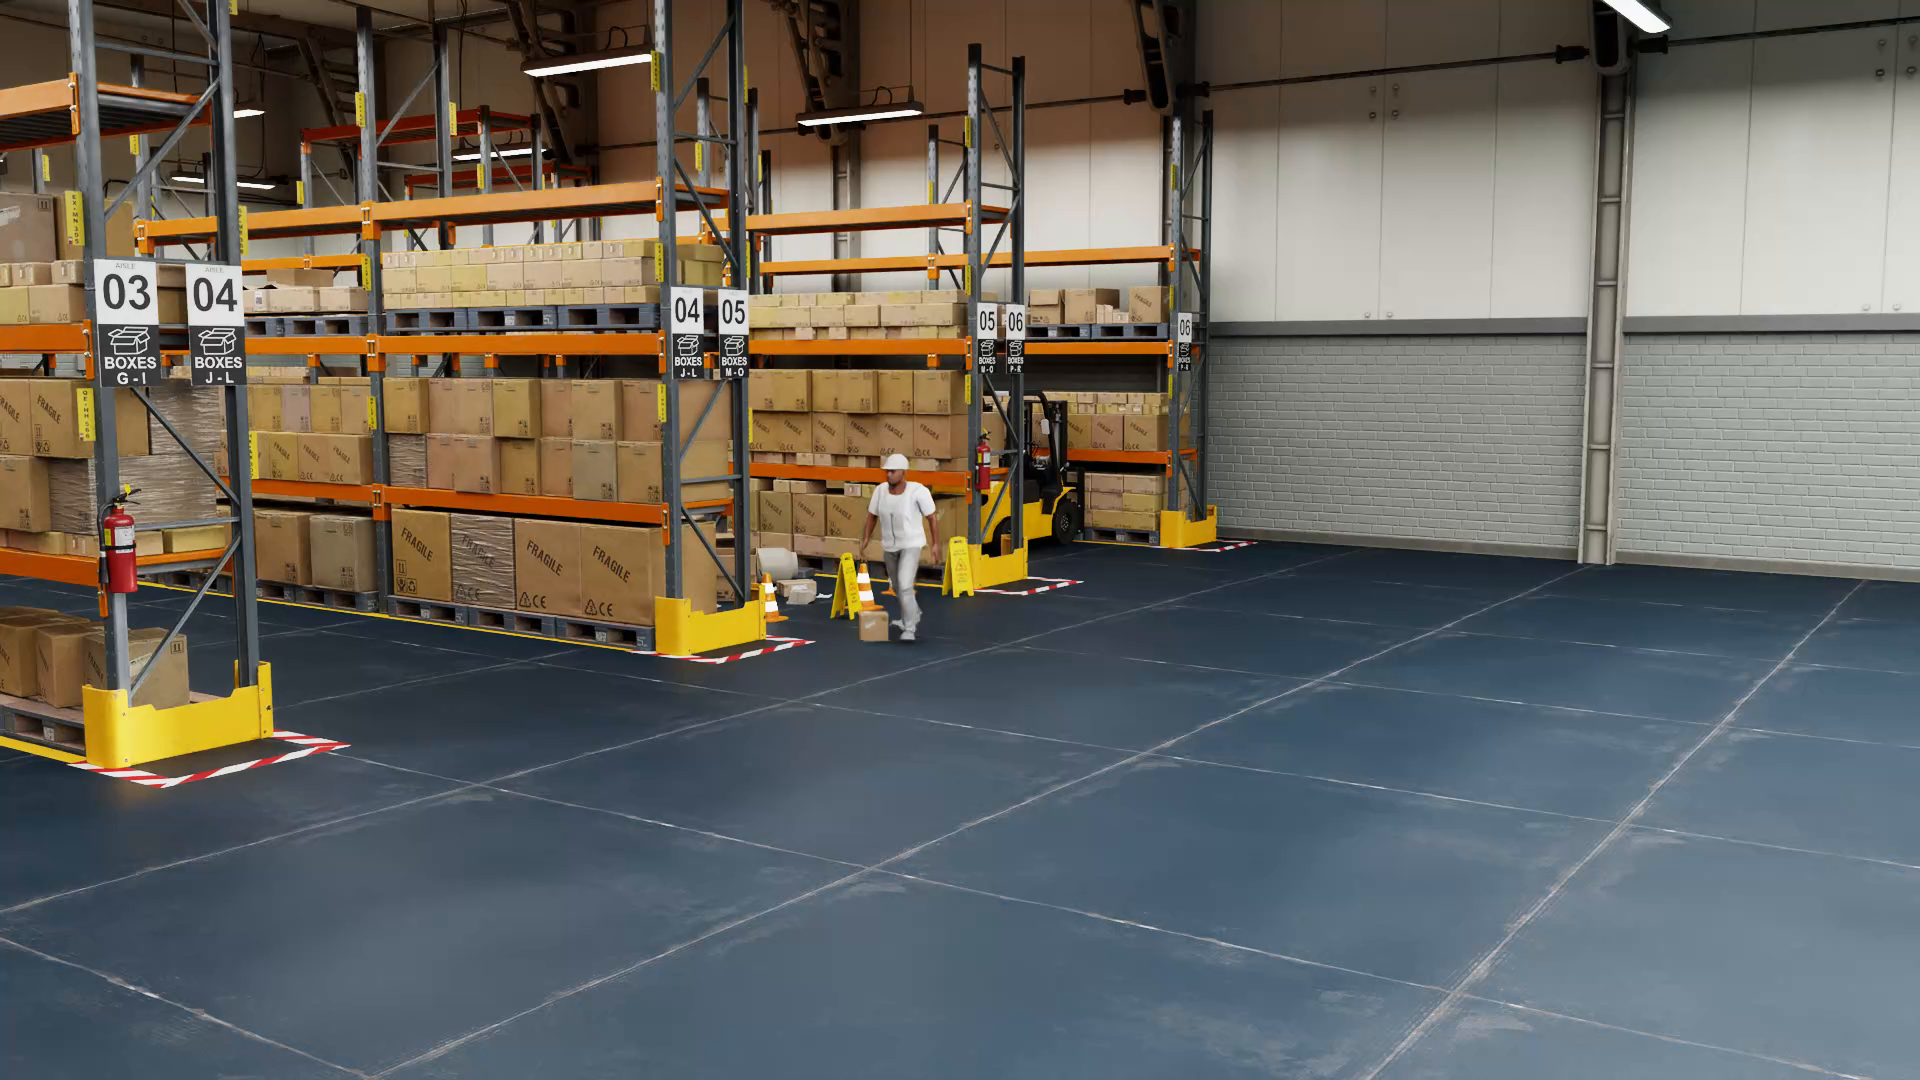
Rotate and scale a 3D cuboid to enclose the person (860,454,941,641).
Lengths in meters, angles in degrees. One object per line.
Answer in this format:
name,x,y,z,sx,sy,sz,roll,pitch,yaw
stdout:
person,-0.486,0.048,15.357,0.683,1.710,0.848,4,7,31
